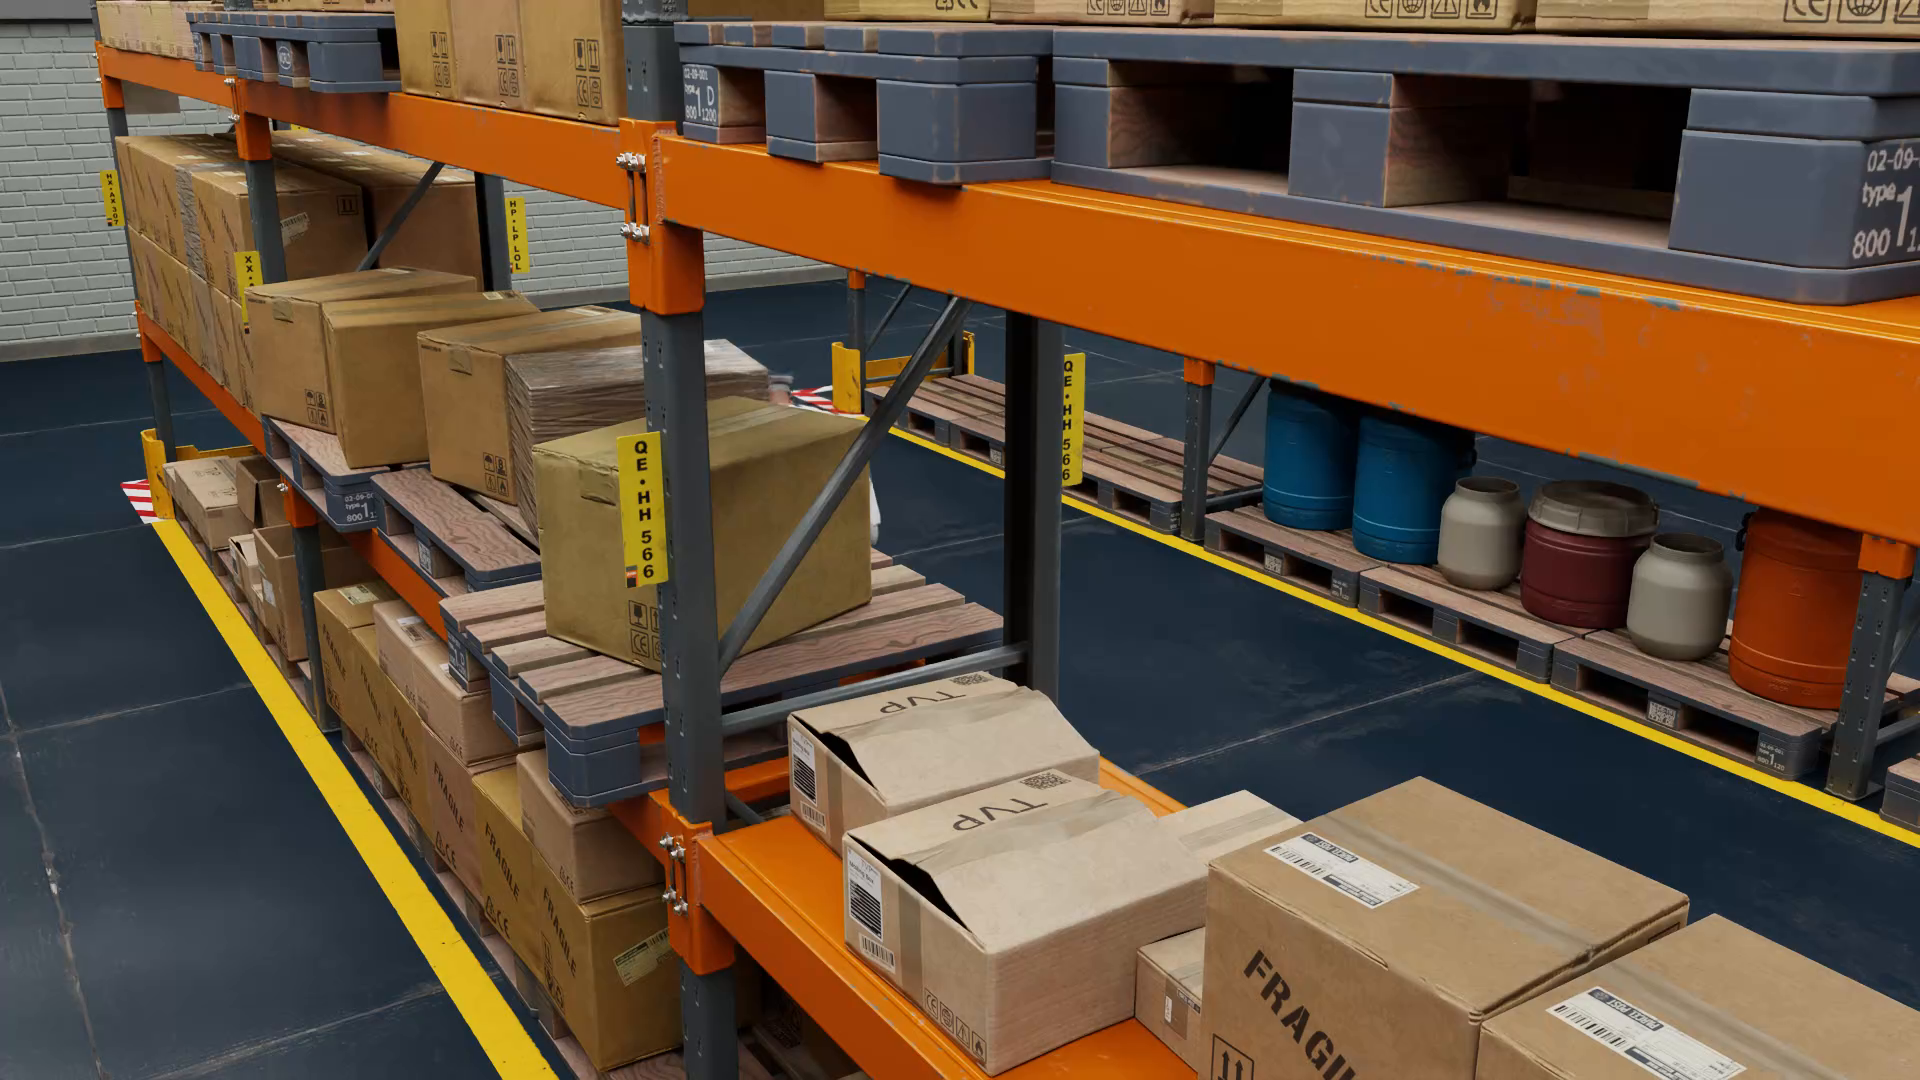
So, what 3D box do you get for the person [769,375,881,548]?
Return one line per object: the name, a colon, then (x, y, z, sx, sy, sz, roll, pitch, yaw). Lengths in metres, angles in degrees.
person: (-0.752, -0.089, 7.981, 0.589, 1.351, 0.841, -11, 21, -31)
